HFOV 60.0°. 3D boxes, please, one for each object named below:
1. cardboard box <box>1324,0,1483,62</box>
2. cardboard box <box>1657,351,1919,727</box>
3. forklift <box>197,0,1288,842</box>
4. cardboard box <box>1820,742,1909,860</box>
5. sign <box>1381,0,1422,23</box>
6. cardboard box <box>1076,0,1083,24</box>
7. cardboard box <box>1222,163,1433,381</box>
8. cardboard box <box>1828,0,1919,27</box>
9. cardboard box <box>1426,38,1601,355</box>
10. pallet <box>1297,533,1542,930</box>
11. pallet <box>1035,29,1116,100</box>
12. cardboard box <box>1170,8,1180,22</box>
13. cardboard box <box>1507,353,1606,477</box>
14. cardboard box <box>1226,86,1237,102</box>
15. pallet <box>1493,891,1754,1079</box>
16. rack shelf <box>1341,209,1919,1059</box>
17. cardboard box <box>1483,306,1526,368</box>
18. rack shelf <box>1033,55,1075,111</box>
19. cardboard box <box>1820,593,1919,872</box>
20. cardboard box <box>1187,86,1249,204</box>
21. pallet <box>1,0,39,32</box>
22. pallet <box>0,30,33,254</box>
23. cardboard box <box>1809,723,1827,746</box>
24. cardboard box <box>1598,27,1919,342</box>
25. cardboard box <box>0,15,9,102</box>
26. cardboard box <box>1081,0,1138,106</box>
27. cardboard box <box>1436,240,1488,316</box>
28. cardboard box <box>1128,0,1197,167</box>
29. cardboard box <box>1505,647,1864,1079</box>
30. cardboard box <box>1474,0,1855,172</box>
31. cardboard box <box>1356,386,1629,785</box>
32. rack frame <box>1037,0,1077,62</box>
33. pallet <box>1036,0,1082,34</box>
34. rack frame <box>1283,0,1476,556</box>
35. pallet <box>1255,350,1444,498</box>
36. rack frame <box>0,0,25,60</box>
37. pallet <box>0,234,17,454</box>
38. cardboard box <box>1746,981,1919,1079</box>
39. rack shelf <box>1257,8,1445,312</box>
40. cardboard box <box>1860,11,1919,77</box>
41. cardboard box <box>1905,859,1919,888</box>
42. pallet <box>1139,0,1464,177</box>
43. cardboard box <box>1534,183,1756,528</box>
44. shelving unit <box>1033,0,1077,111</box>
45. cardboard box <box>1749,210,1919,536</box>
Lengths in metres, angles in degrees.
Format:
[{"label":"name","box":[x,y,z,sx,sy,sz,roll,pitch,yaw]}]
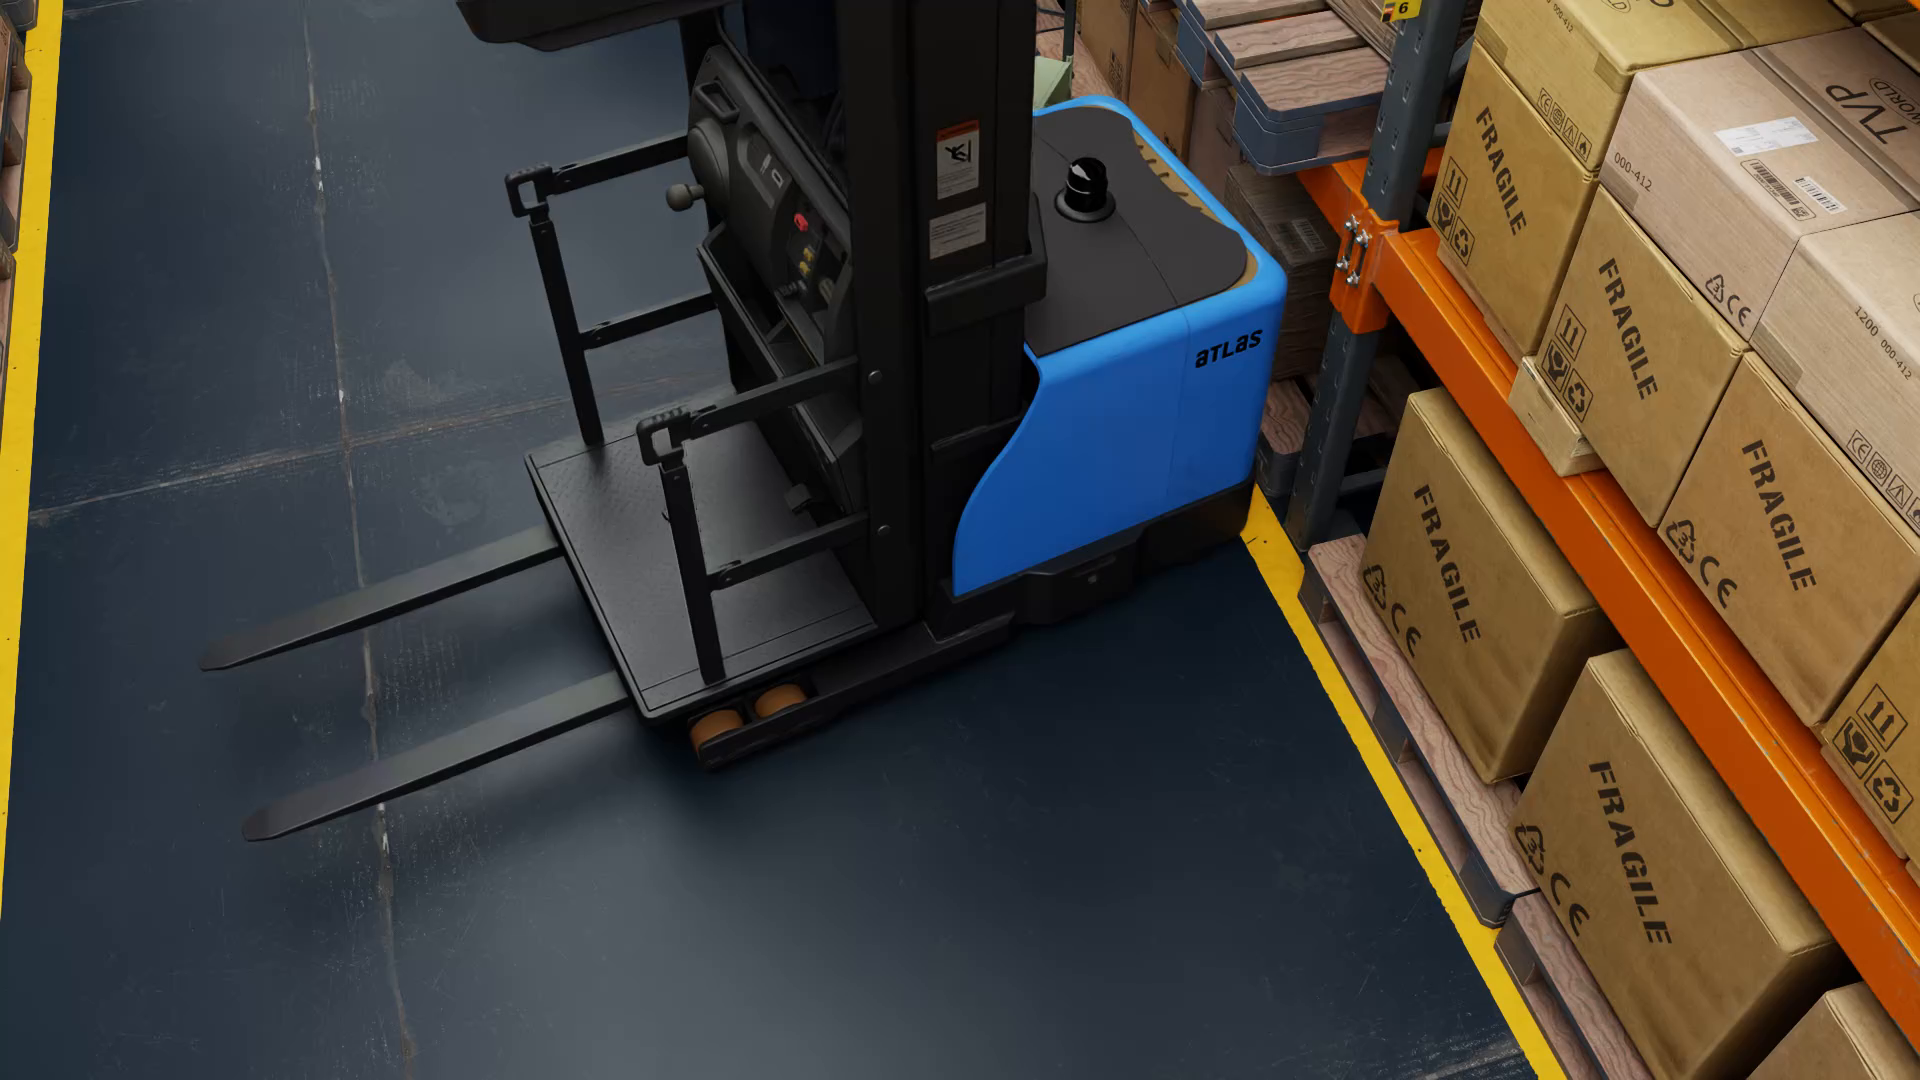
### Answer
[{"label":"cardboard box","box":[1.374,-1.592,4.277,0.700,0.500,0.500,-19,52,-15]},{"label":"cardboard box","box":[1.713,-0.052,3.059,0.500,0.500,0.500,-14,51,-11]},{"label":"forklift","box":[-0.650,-0.773,3.985,3.031,2.935,1.130,-21,53,-17]},{"label":"cardboard box","box":[1.863,0.408,3.095,0.380,0.149,0.250,-13,51,-11]},{"label":"sign","box":[1.007,-1.295,3.674,0.100,0.325,0.005,-13,51,-11]},{"label":"cardboard box","box":[0.774,-2.435,6.688,0.700,0.500,0.500,-14,51,-12]},{"label":"cardboard box","box":[1.260,-0.927,5.417,0.700,0.500,0.500,-13,51,-10]},{"label":"cardboard box","box":[1.904,-1.181,3.520,0.500,0.250,0.500,-12,51,-10]},{"label":"cardboard box","box":[1.422,-0.799,3.689,0.500,0.500,0.500,-12,51,-10]},{"label":"pallet","box":[1.684,0.415,4.762,1.003,0.211,1.213,-13,51,-11]},{"label":"pallet","box":[0.936,-1.639,6.494,1.003,0.211,1.213,-13,51,-11]},{"label":"cardboard box","box":[0.994,-1.974,5.809,0.500,0.250,0.500,-14,51,-11]},{"label":"cardboard box","box":[1.463,-0.311,3.701,0.380,0.149,0.250,-12,51,-10]},{"label":"cardboard box","box":[1.151,-1.599,5.493,0.500,0.250,0.500,-12,51,-10]},{"label":"pallet","box":[2.041,1.304,4.013,1.003,0.211,1.213,-13,51,-11]},{"label":"rack shelf","box":[2.114,0.616,3.240,1.077,0.370,4.000,-13,51,-11]},{"label":"cardboard box","box":[1.465,-0.524,3.881,0.380,0.149,0.250,-13,51,-10]},{"label":"rack shelf","box":[0.078,-1.408,5.882,0.431,0.370,0.720,17,52,14]},{"label":"cardboard box","box":[1.875,0.327,2.740,0.500,0.500,0.500,-12,51,-10]},{"label":"cardboard box","box":[1.219,-1.330,5.756,0.700,0.500,0.500,-13,51,-11]},{"label":"pallet","box":[-4.587,-2.567,7.276,1.003,0.211,1.213,-13,51,-11]},{"label":"pallet","box":[-4.136,-1.448,6.332,1.003,0.211,1.213,-13,51,-11]},{"label":"cardboard box","box":[1.806,0.224,3.251,0.380,0.149,0.250,-13,51,-10]},{"label":"cardboard box","box":[1.570,-0.671,3.090,0.500,0.250,0.500,-14,51,-11]},{"label":"cardboard box","box":[-3.992,-1.888,6.403,0.500,0.250,0.500,-14,51,-11]},{"label":"cardboard box","box":[0.886,-2.053,6.366,0.700,0.500,0.500,-13,51,-11]},{"label":"cardboard box","box":[1.399,-0.710,4.038,0.380,0.149,0.250,-14,51,-12]},{"label":"cardboard box","box":[1.045,-1.686,6.057,0.700,0.500,0.500,-14,51,-11]},{"label":"cardboard box","box":[1.868,0.688,3.839,0.750,0.750,0.750,-14,51,-11]},{"label":"cardboard box","box":[1.419,-1.042,3.403,0.500,0.250,0.500,-12,51,-10]},{"label":"cardboard box","box":[1.615,0.047,4.380,0.750,0.750,0.750,-14,51,-11]},{"label":"rack frame","box":[0.215,-1.878,5.852,0.400,1.500,0.023,17,52,14]},{"label":"pallet","box":[0.571,-2.531,7.246,1.003,0.211,1.213,-13,51,-11]},{"label":"rack frame","box":[1.523,-1.077,4.196,1.000,3.000,0.127,-13,51,-11]},{"label":"pallet","box":[1.293,-0.749,5.744,1.003,0.211,1.213,-13,51,-11]},{"label":"rack frame","box":[-4.391,-2.876,5.712,1.000,3.000,0.127,-13,51,-11]},{"label":"pallet","box":[-3.772,-0.555,5.580,1.003,0.211,1.213,-13,51,-11]},{"label":"cardboard box","box":[2.123,1.308,3.317,0.750,0.750,0.750,-12,51,-10]},{"label":"rack shelf","box":[0.931,-2.306,5.703,1.077,0.370,4.000,-13,51,-11]},{"label":"cardboard box","box":[2.054,-0.802,3.200,0.500,0.250,0.500,-15,51,-12]},{"label":"cardboard box","box":[1.934,0.602,2.932,0.380,0.149,0.250,-12,51,-10]},{"label":"pallet","box":[1.210,-1.512,4.688,1.213,0.211,1.003,-13,51,-11]},{"label":"cardboard box","box":[1.568,-0.414,3.364,0.500,0.500,0.500,-12,51,-10]},{"label":"shelving unit","box":[0.078,-1.618,5.633,0.431,1.500,0.755,17,52,14]},{"label":"cardboard box","box":[1.722,-0.307,2.783,0.500,0.250,0.500,-13,51,-11]}]
